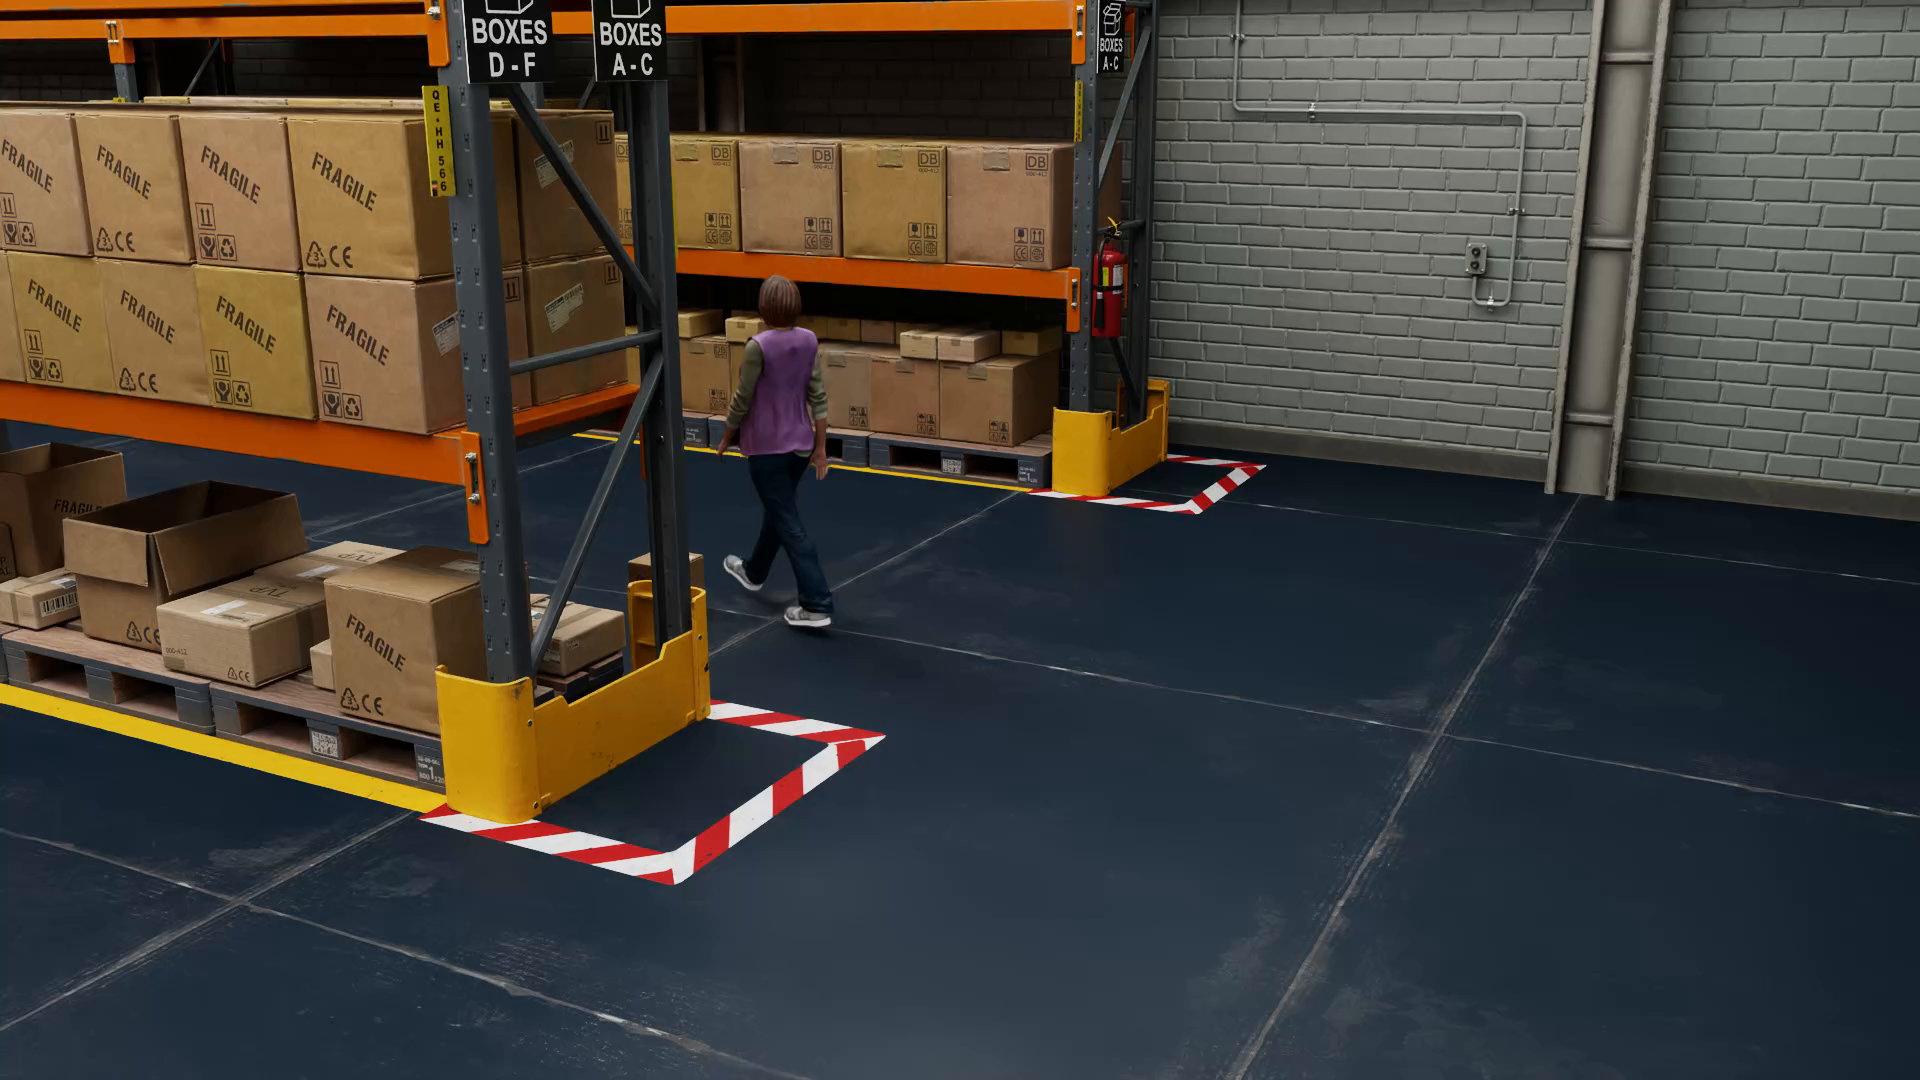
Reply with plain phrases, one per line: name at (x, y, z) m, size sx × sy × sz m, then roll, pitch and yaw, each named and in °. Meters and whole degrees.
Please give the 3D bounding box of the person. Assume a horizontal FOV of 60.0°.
person at (-0.888, -0.418, 7.490) m, size 0.897 × 1.548 × 0.417 m, roll 14°, pitch 21°, yaw 40°
